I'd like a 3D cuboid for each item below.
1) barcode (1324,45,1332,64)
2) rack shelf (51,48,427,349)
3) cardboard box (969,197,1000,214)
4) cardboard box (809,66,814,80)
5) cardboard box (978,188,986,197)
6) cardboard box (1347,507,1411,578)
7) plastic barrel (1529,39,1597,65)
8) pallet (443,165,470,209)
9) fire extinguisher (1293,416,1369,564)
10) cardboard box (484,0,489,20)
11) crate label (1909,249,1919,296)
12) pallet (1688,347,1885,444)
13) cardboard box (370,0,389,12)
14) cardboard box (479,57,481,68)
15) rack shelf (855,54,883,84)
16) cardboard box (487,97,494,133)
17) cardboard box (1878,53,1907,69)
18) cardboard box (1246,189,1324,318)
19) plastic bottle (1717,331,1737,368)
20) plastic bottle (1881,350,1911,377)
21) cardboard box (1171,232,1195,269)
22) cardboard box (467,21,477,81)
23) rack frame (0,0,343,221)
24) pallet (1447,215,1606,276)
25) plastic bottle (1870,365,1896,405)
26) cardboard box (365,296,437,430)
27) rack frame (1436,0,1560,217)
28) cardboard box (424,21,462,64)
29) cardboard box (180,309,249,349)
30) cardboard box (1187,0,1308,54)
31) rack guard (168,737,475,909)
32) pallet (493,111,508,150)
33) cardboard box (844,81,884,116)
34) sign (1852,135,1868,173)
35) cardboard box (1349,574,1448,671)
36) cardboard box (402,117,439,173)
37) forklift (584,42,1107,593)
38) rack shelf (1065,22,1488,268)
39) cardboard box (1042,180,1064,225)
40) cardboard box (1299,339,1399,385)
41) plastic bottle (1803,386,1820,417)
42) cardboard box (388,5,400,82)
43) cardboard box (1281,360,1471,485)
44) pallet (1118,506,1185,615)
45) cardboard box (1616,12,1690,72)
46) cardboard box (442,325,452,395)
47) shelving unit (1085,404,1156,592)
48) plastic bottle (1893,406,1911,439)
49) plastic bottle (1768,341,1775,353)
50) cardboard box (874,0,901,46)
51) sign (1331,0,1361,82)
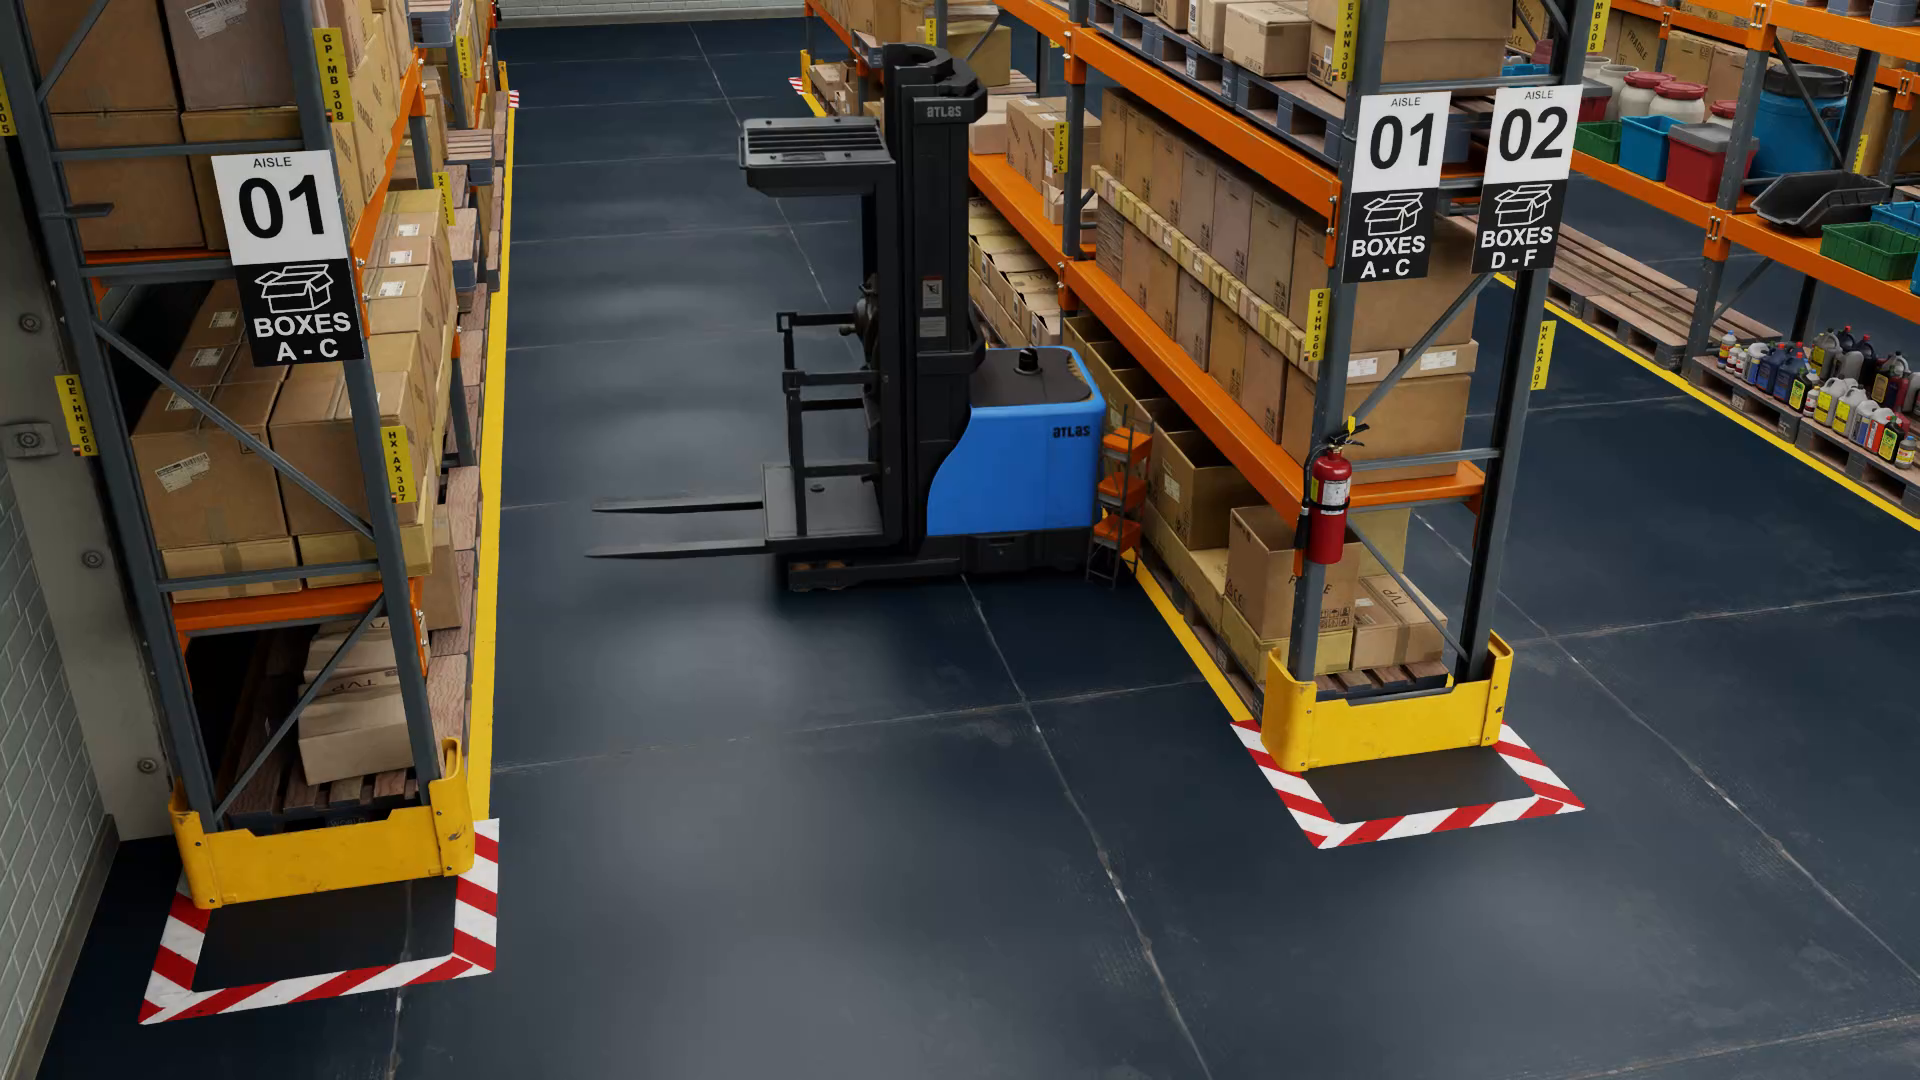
[{"bbox_3d":[1.547,-2.040,6.989,0.001,0.075,0.075,-6,27,-12],"label":"barcode"},{"bbox_3d":[-3.191,-1.749,7.857,1.077,0.370,4.000,-6,27,-12],"label":"rack shelf"},{"bbox_3d":[0.114,-2.821,14.473,0.500,0.311,0.500,-5,27,-10],"label":"cardboard box"},{"bbox_3d":[-1.762,-6.087,21.657,0.380,0.149,0.250,-6,27,-12],"label":"cardboard box"},{"bbox_3d":[0.458,-3.180,15.506,0.500,0.500,0.500,-5,27,-9],"label":"cardboard box"},{"bbox_3d":[2.066,-0.130,8.932,0.500,0.500,0.500,-6,27,-12],"label":"cardboard box"},{"bbox_3d":[5.508,-4.259,15.209,0.600,0.536,0.708,-6,27,-12],"label":"plastic barrel"},{"bbox_3d":[-4.058,-2.415,11.919,1.003,0.211,1.213,-6,27,-12],"label":"pallet"},{"bbox_3d":[1.659,-0.225,7.452,0.296,0.674,0.183,-6,27,-12],"label":"fire extinguisher"},{"bbox_3d":[-6.047,-6.470,19.407,0.980,0.700,0.700,-6,27,-12],"label":"cardboard box"},{"bbox_3d":[6.233,-1.656,10.162,0.502,0.435,0.616,-6,27,-12],"label":"crate label"},{"bbox_3d":[6.121,-1.072,12.139,1.003,0.211,1.213,-6,27,-12],"label":"pallet"},{"bbox_3d":[-3.003,-2.788,7.874,0.500,0.500,0.500,-7,28,-13],"label":"cardboard box"},{"bbox_3d":[-5.013,-4.790,16.668,0.380,0.149,0.250,-5,27,-11],"label":"cardboard box"},{"bbox_3d":[-0.169,-4.427,16.490,1.077,0.370,4.000,-6,27,-12],"label":"rack shelf"},{"bbox_3d":[-5.624,-4.753,18.645,0.700,0.500,0.500,-6,27,-12],"label":"cardboard box"},{"bbox_3d":[9.581,-5.111,16.935,0.500,0.500,0.500,-5,27,-10],"label":"cardboard box"},{"bbox_3d":[1.856,-1.442,8.227,0.700,0.500,0.500,-7,28,-13],"label":"cardboard box"},{"bbox_3d":[5.655,-1.410,12.253,0.097,0.271,0.097,0,27,0],"label":"plastic bottle"},{"bbox_3d":[6.552,-1.150,11.651,0.144,0.351,0.185,-6,27,-12],"label":"plastic bottle"},{"bbox_3d":[1.408,-1.631,9.322,0.380,0.149,0.250,-6,27,-12],"label":"cardboard box"},{"bbox_3d":[-4.748,-4.468,15.309,0.500,0.500,0.500,-5,27,-10],"label":"cardboard box"},{"bbox_3d":[-2.741,-2.532,5.279,1.000,3.000,0.127,-6,27,-12],"label":"rack frame"},{"bbox_3d":[5.245,-2.783,15.529,1.003,0.211,1.213,-6,27,-12],"label":"pallet"},{"bbox_3d":[6.458,-1.098,11.623,0.061,0.283,0.133,-6,27,-12],"label":"plastic bottle"},{"bbox_3d":[-2.767,-0.816,7.849,0.500,0.500,0.500,-7,28,-13],"label":"cardboard box"},{"bbox_3d":[5.109,-4.372,15.582,1.000,3.000,0.127,-6,27,-12],"label":"rack frame"},{"bbox_3d":[-4.401,-4.125,13.798,0.500,0.250,0.500,-5,27,-10],"label":"cardboard box"},{"bbox_3d":[-3.279,-0.764,7.747,0.500,0.500,0.500,-7,28,-13],"label":"cardboard box"},{"bbox_3d":[1.443,-2.630,8.281,0.500,0.311,0.500,-3,27,-6],"label":"cardboard box"},{"bbox_3d":[-2.758,1.229,7.260,1.175,0.500,0.348,-6,27,-12],"label":"rack guard"},{"bbox_3d":[-5.819,-4.755,19.437,1.003,0.211,1.213,-6,27,-12],"label":"pallet"},{"bbox_3d":[-1.024,-4.928,18.970,0.500,0.500,0.500,-6,27,-12],"label":"cardboard box"},{"bbox_3d":[6.548,-2.790,12.142,0.100,0.325,0.005,-6,27,-12],"label":"sign"},{"bbox_3d":[2.181,0.424,8.667,0.500,0.250,0.500,-6,27,-12],"label":"cardboard box"},{"bbox_3d":[-4.021,-2.609,11.492,0.700,0.500,0.500,-2,27,-5],"label":"cardboard box"},{"bbox_3d":[-0.707,-1.256,9.485,3.031,2.935,1.130,-3,27,-7],"label":"forklift"},{"bbox_3d":[1.634,-2.254,8.856,1.077,0.370,4.000,-6,27,-12],"label":"rack shelf"},{"bbox_3d":[0.806,-2.422,11.868,0.396,0.266,0.258,-7,28,-13],"label":"cardboard box"},{"bbox_3d":[1.813,-0.841,7.756,0.380,0.149,0.250,-6,27,-12],"label":"cardboard box"},{"bbox_3d":[5.871,-0.957,11.434,0.097,0.201,0.097,0,27,0],"label":"plastic bottle"},{"bbox_3d":[-3.186,-2.582,8.575,0.500,0.500,0.500,-8,28,-16],"label":"cardboard box"},{"bbox_3d":[1.992,-0.609,8.017,0.700,0.500,0.500,-6,27,-12],"label":"cardboard box"},{"bbox_3d":[1.600,0.021,9.975,1.003,0.211,1.213,-6,27,-12],"label":"pallet"},{"bbox_3d":[8.962,-6.167,21.032,0.875,0.875,0.875,-6,27,-12],"label":"cardboard box"},{"bbox_3d":[-3.008,-0.936,8.919,0.500,0.250,0.500,-6,27,-12],"label":"cardboard box"},{"bbox_3d":[0.916,-0.236,9.537,0.215,1.050,0.252,21,34,29],"label":"shelving unit"},{"bbox_3d":[6.144,-0.730,10.893,0.061,0.283,0.133,-6,27,-12],"label":"plastic bottle"},{"bbox_3d":[5.858,-1.287,11.997,0.061,0.283,0.133,-6,27,-12],"label":"plastic bottle"},{"bbox_3d":[-0.514,-5.332,16.908,0.700,0.500,0.500,-2,27,-3],"label":"cardboard box"},{"bbox_3d":[1.553,-2.008,6.676,0.100,0.325,0.005,-6,27,-12],"label":"sign"}]
